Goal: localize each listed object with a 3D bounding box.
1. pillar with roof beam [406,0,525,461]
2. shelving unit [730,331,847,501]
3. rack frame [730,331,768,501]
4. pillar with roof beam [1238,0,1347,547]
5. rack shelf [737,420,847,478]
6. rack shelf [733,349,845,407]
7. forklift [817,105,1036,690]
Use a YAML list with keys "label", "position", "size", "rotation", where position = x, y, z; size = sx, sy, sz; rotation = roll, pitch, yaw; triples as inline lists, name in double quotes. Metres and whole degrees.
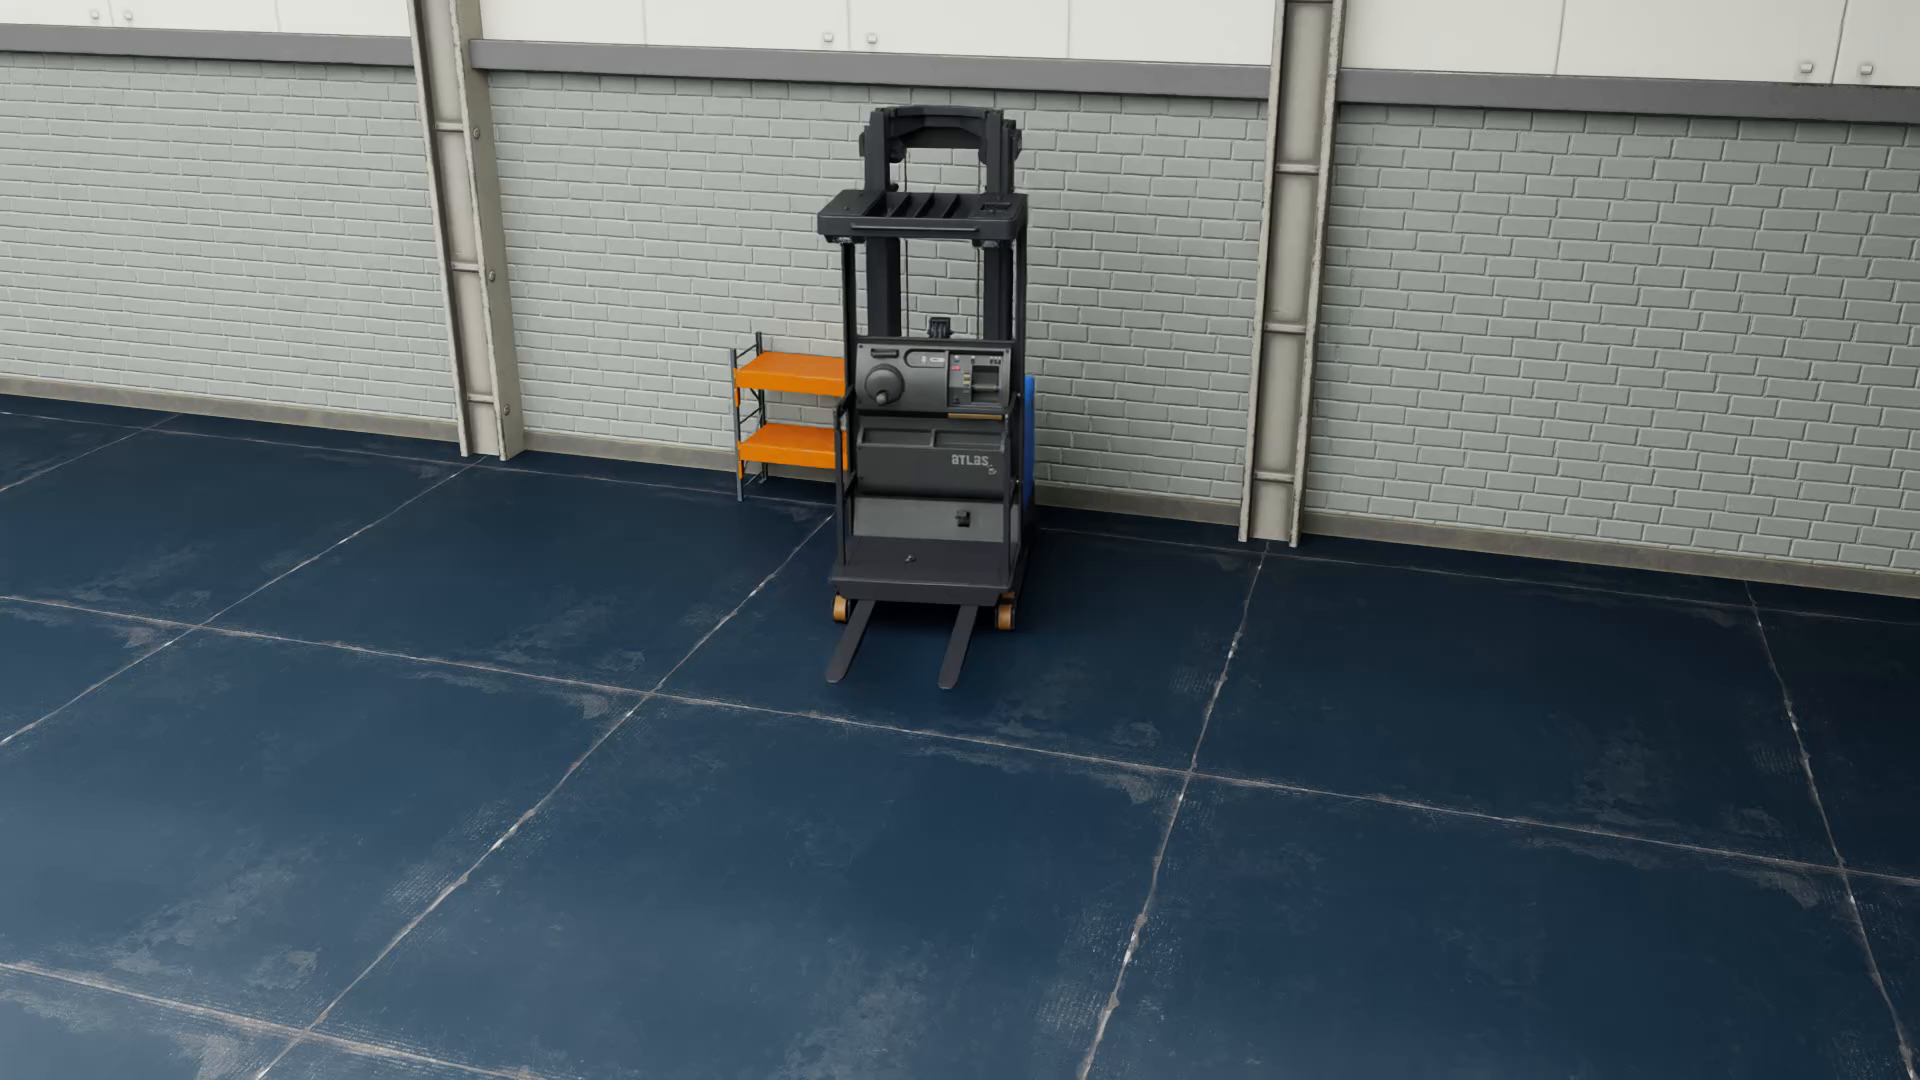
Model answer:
- label: "pillar with roof beam"
  position: [-4.871, -3.285, 7.422]
  size: [0.400, 9.000, 9.100]
  rotation: [7, 23, 16]
- label: "shelving unit"
  position: [-1.024, -0.836, 11.826]
  size: [1.048, 1.125, 0.538]
  rotation: [6, 23, 15]
- label: "rack frame"
  position: [-1.512, -0.890, 11.958]
  size: [0.032, 1.125, 0.500]
  rotation: [6, 23, 15]
- label: "pillar with roof beam"
  position: [0.874, -2.628, 5.818]
  size: [0.400, 9.000, 9.100]
  rotation: [7, 23, 16]
- label: "rack shelf"
  position: [-1.024, -0.610, 11.919]
  size: [1.000, 0.278, 0.538]
  rotation: [6, 23, 15]
- label: "rack shelf"
  position: [-1.024, -1.107, 11.715]
  size: [1.000, 0.278, 0.538]
  rotation: [6, 23, 15]
- label: "forklift"
  position: [-0.184, -0.951, 9.727]
  size: [1.130, 2.935, 3.031]
  rotation: [3, 22, 7]
